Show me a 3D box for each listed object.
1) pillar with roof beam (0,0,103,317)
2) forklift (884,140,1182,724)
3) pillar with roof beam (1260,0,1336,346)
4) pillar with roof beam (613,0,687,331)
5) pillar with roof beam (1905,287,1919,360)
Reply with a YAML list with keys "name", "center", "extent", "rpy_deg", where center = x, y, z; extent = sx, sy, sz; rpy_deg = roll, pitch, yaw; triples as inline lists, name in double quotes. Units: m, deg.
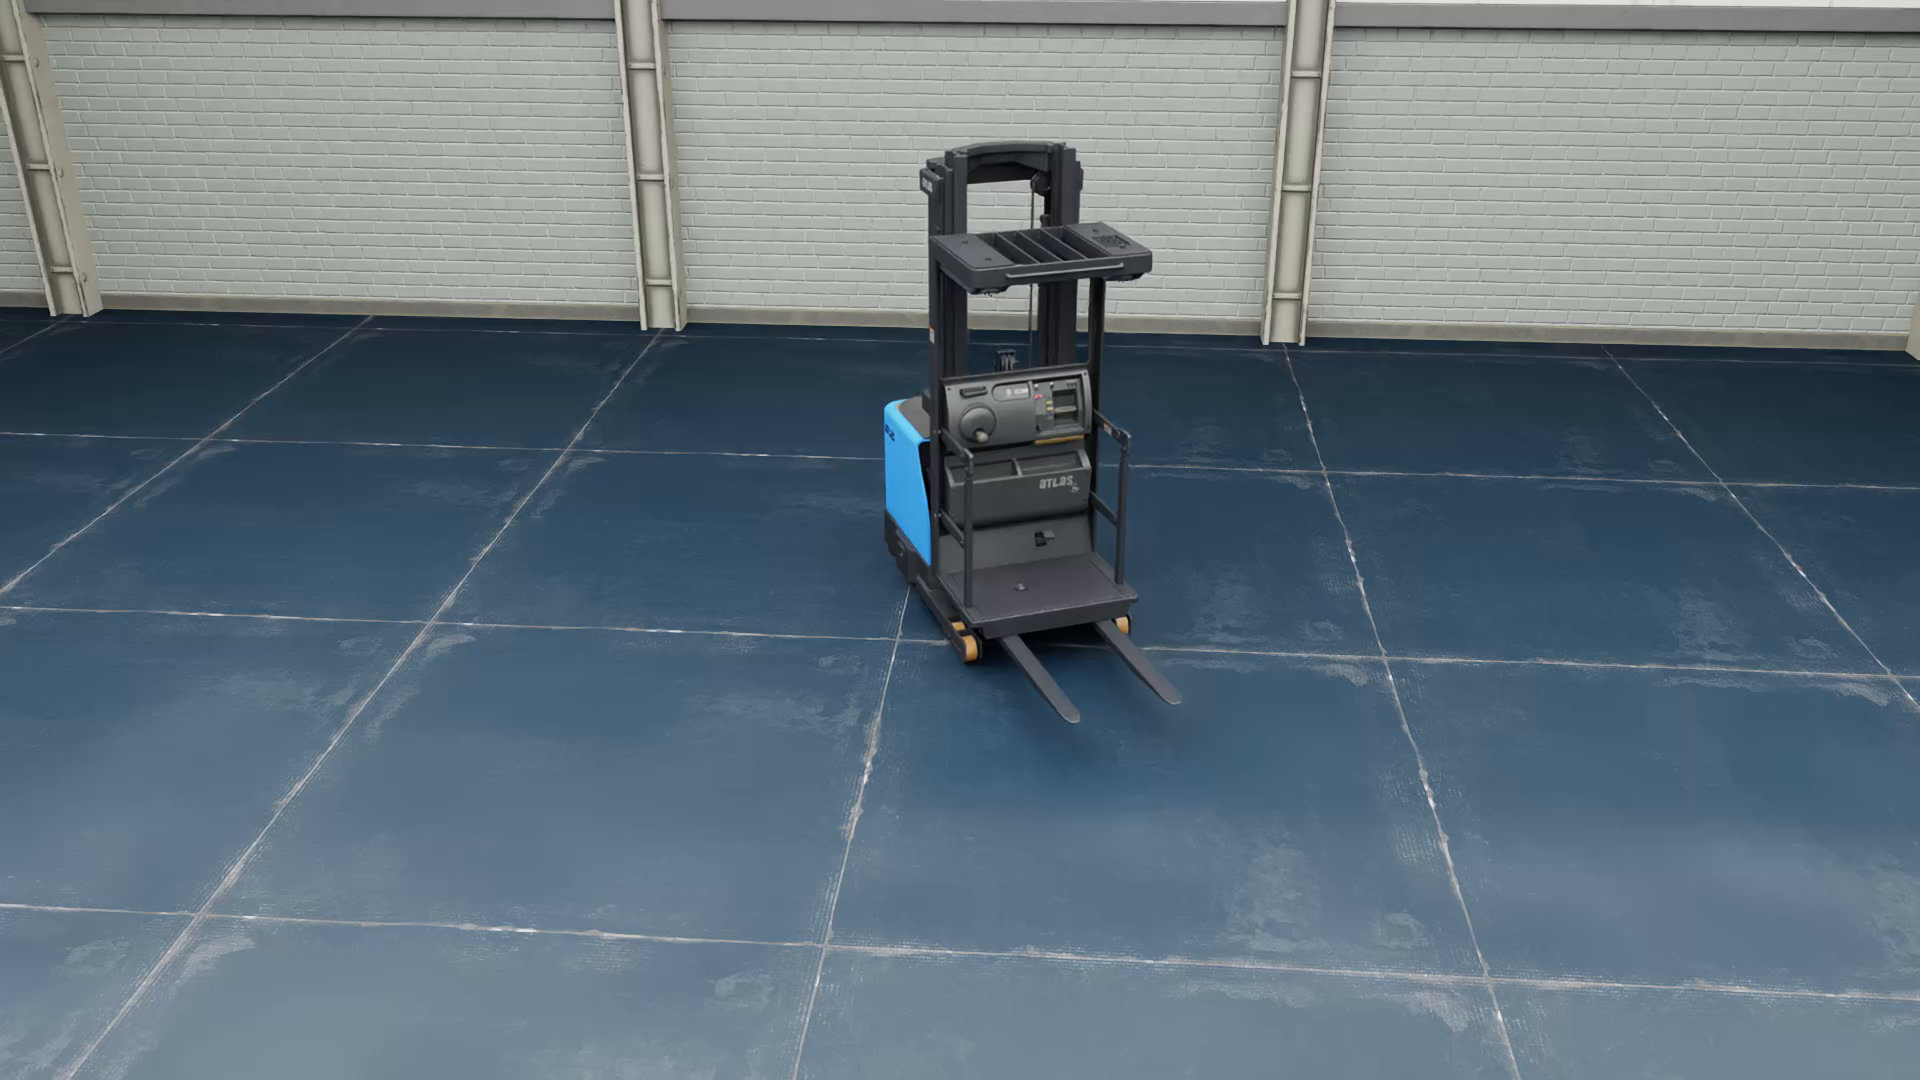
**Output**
- name: "pillar with roof beam"
  center: [-9.212, -4.591, 10.961]
  extent: [0.400, 9.000, 9.100]
  rpy_deg: [2, 25, 4]
- name: "forklift"
  center: [0.430, -0.776, 9.930]
  extent: [1.130, 2.935, 3.031]
  rpy_deg: [-8, 26, -17]
- name: "pillar with roof beam"
  center: [2.753, -4.207, 10.127]
  extent: [0.400, 9.000, 9.100]
  rpy_deg: [2, 25, 4]
- name: "pillar with roof beam"
  center: [-3.229, -4.399, 10.544]
  extent: [0.400, 9.000, 9.100]
  rpy_deg: [2, 25, 4]
- name: "pillar with roof beam"
  center: [8.735, -4.015, 9.709]
  extent: [0.400, 9.000, 9.100]
  rpy_deg: [2, 25, 4]
